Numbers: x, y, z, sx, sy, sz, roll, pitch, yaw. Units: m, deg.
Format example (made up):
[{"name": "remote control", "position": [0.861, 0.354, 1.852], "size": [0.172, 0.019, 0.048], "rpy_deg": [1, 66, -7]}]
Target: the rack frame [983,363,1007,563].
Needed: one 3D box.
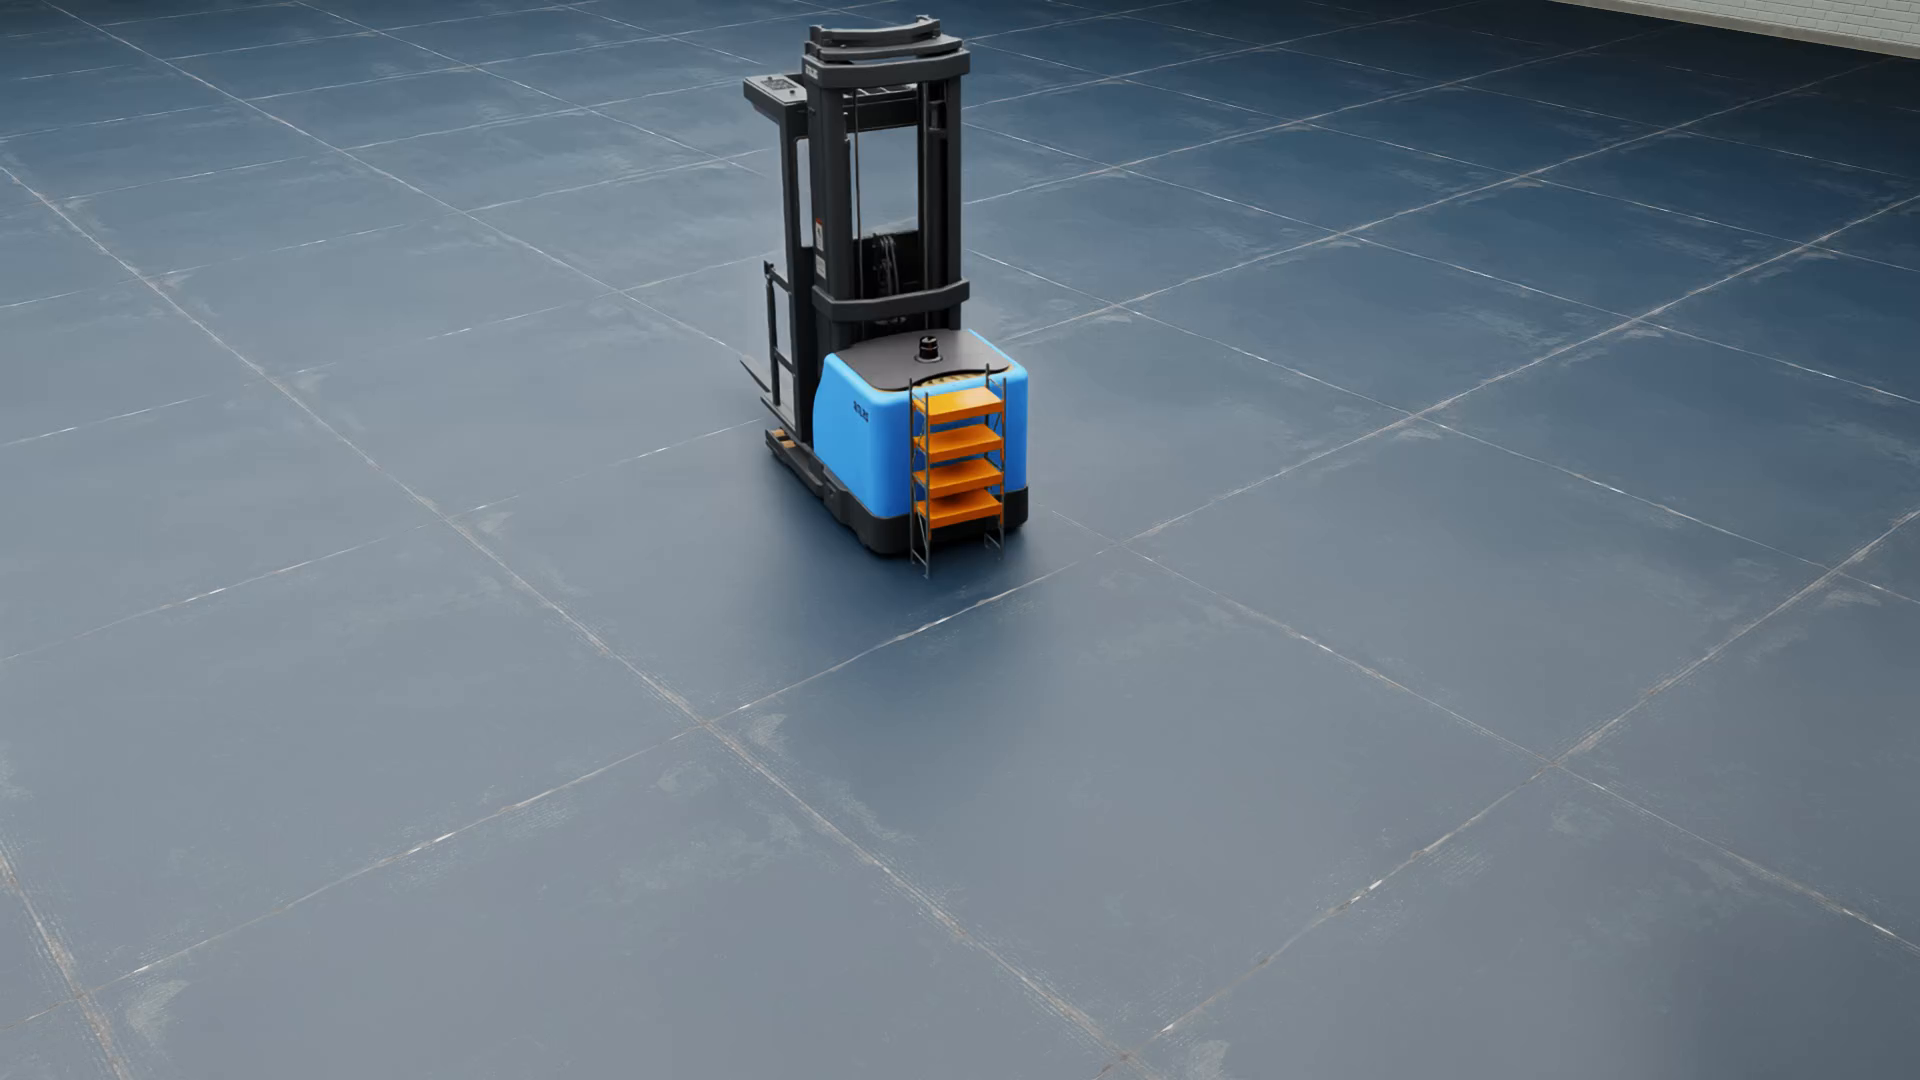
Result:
[{"name": "rack frame", "position": [0.204, -0.445, 9.807], "size": [0.015, 1.200, 0.240], "rpy_deg": [-13, 31, -23]}]

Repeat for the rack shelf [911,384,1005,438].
[{"name": "rack shelf", "position": [-0.014, -0.740, 9.526], "size": [0.480, 0.148, 0.258], "rpy_deg": [-13, 31, -23]}]

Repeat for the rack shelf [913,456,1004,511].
[{"name": "rack shelf", "position": [-0.016, -0.336, 9.746], "size": [0.480, 0.148, 0.258], "rpy_deg": [-13, 31, -23]}]

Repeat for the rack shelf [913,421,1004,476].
[{"name": "rack shelf", "position": [-0.015, -0.532, 9.639], "size": [0.480, 0.148, 0.258], "rpy_deg": [-13, 31, -23]}]

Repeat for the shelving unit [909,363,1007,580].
[{"name": "shelving unit", "position": [-0.015, -0.395, 9.714], "size": [0.503, 1.200, 0.258], "rpy_deg": [-13, 31, -23]}]

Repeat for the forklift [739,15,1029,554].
[{"name": "forklift", "position": [-0.673, -1.879, 10.657], "size": [1.130, 2.935, 3.031], "rpy_deg": [-13, 31, -23]}]

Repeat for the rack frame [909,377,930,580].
[{"name": "rack frame", "position": [-0.235, -0.345, 9.620], "size": [0.015, 1.200, 0.240], "rpy_deg": [-13, 31, -23]}]

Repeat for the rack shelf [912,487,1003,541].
[{"name": "rack shelf", "position": [-0.016, -0.161, 9.840], "size": [0.480, 0.148, 0.258], "rpy_deg": [-13, 31, -23]}]
